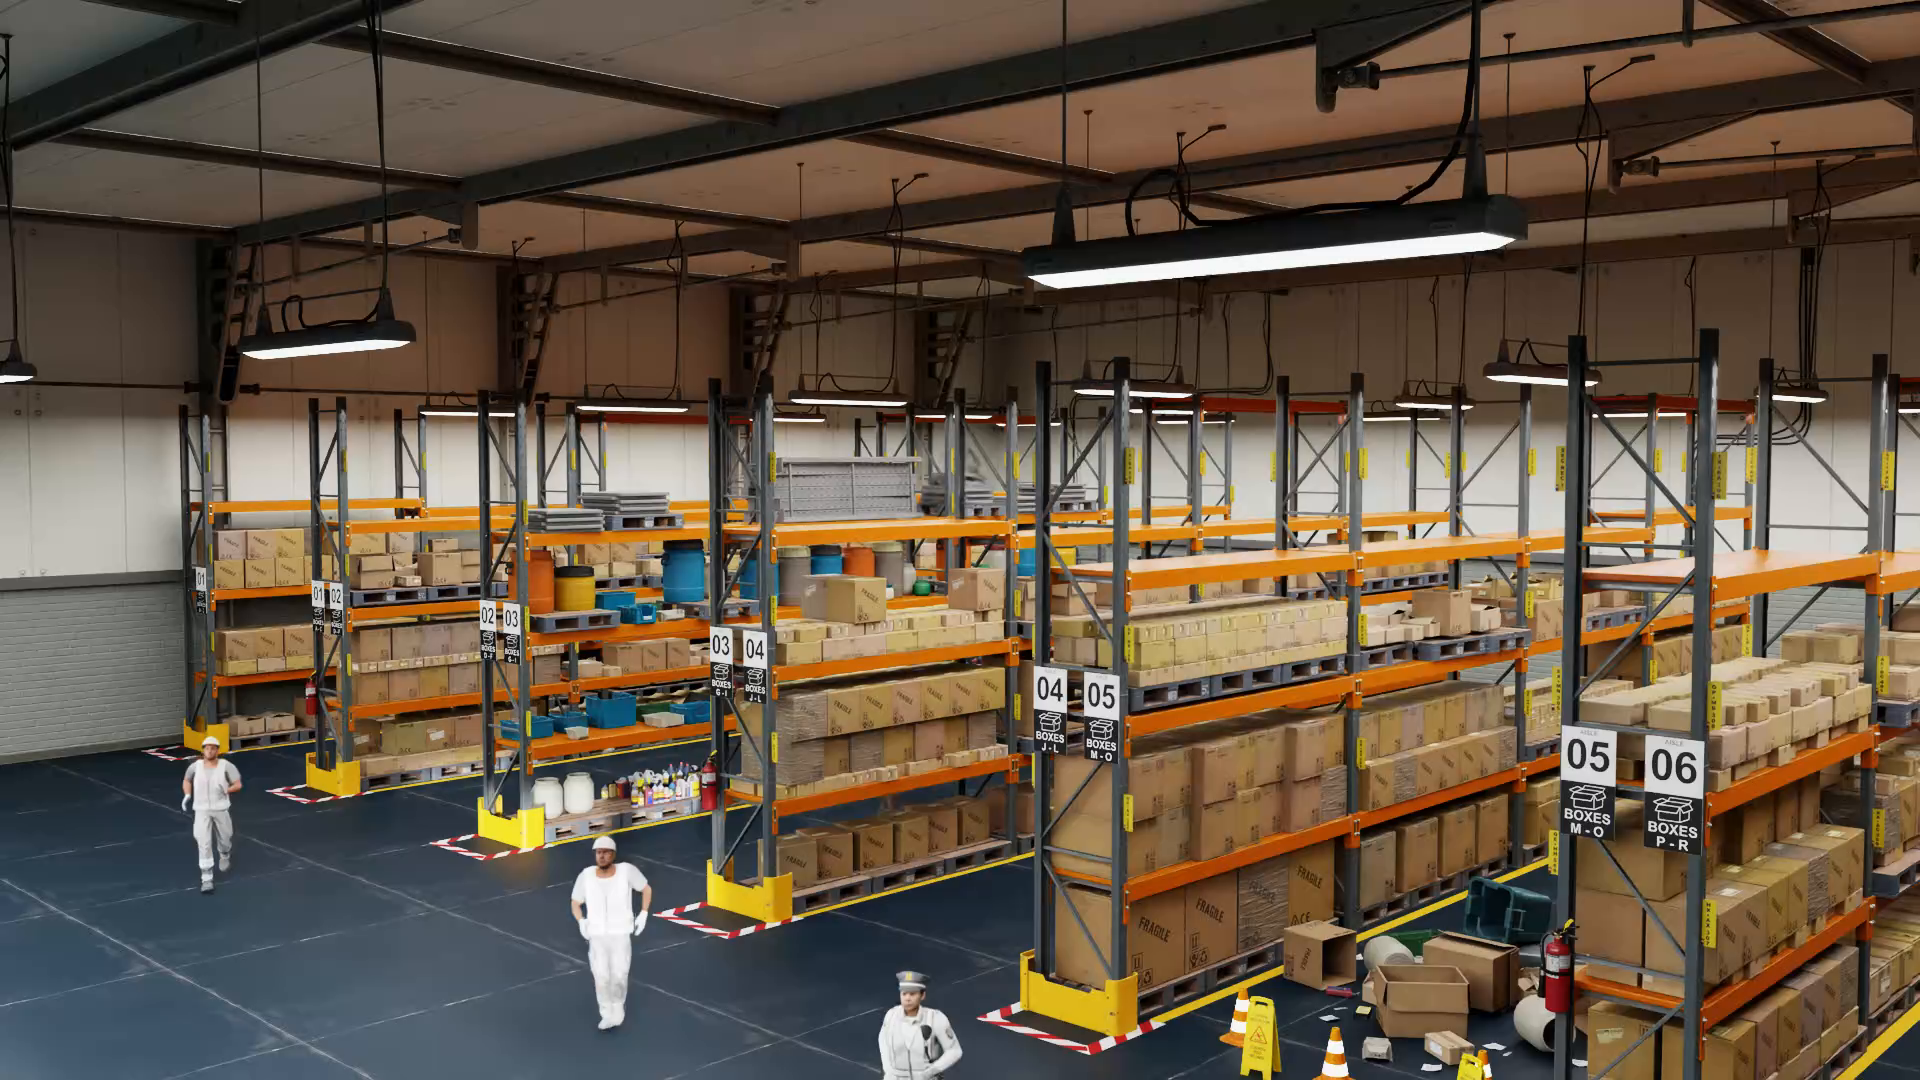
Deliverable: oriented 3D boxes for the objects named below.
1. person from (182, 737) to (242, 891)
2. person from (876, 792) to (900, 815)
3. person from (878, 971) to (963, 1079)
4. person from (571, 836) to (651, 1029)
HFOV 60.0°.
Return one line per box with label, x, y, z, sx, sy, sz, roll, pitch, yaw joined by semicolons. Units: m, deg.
person;-8.906;3.222;19.802;0.667;1.768;0.966;-1;3;-19
person;-1.051;3.087;23.303;0.668;1.694;0.604;2;4;33
person;-0.280;3.733;11.244;0.603;1.698;0.860;0;3;6
person;-3.121;3.508;14.794;0.695;1.737;0.563;0;3;-4
